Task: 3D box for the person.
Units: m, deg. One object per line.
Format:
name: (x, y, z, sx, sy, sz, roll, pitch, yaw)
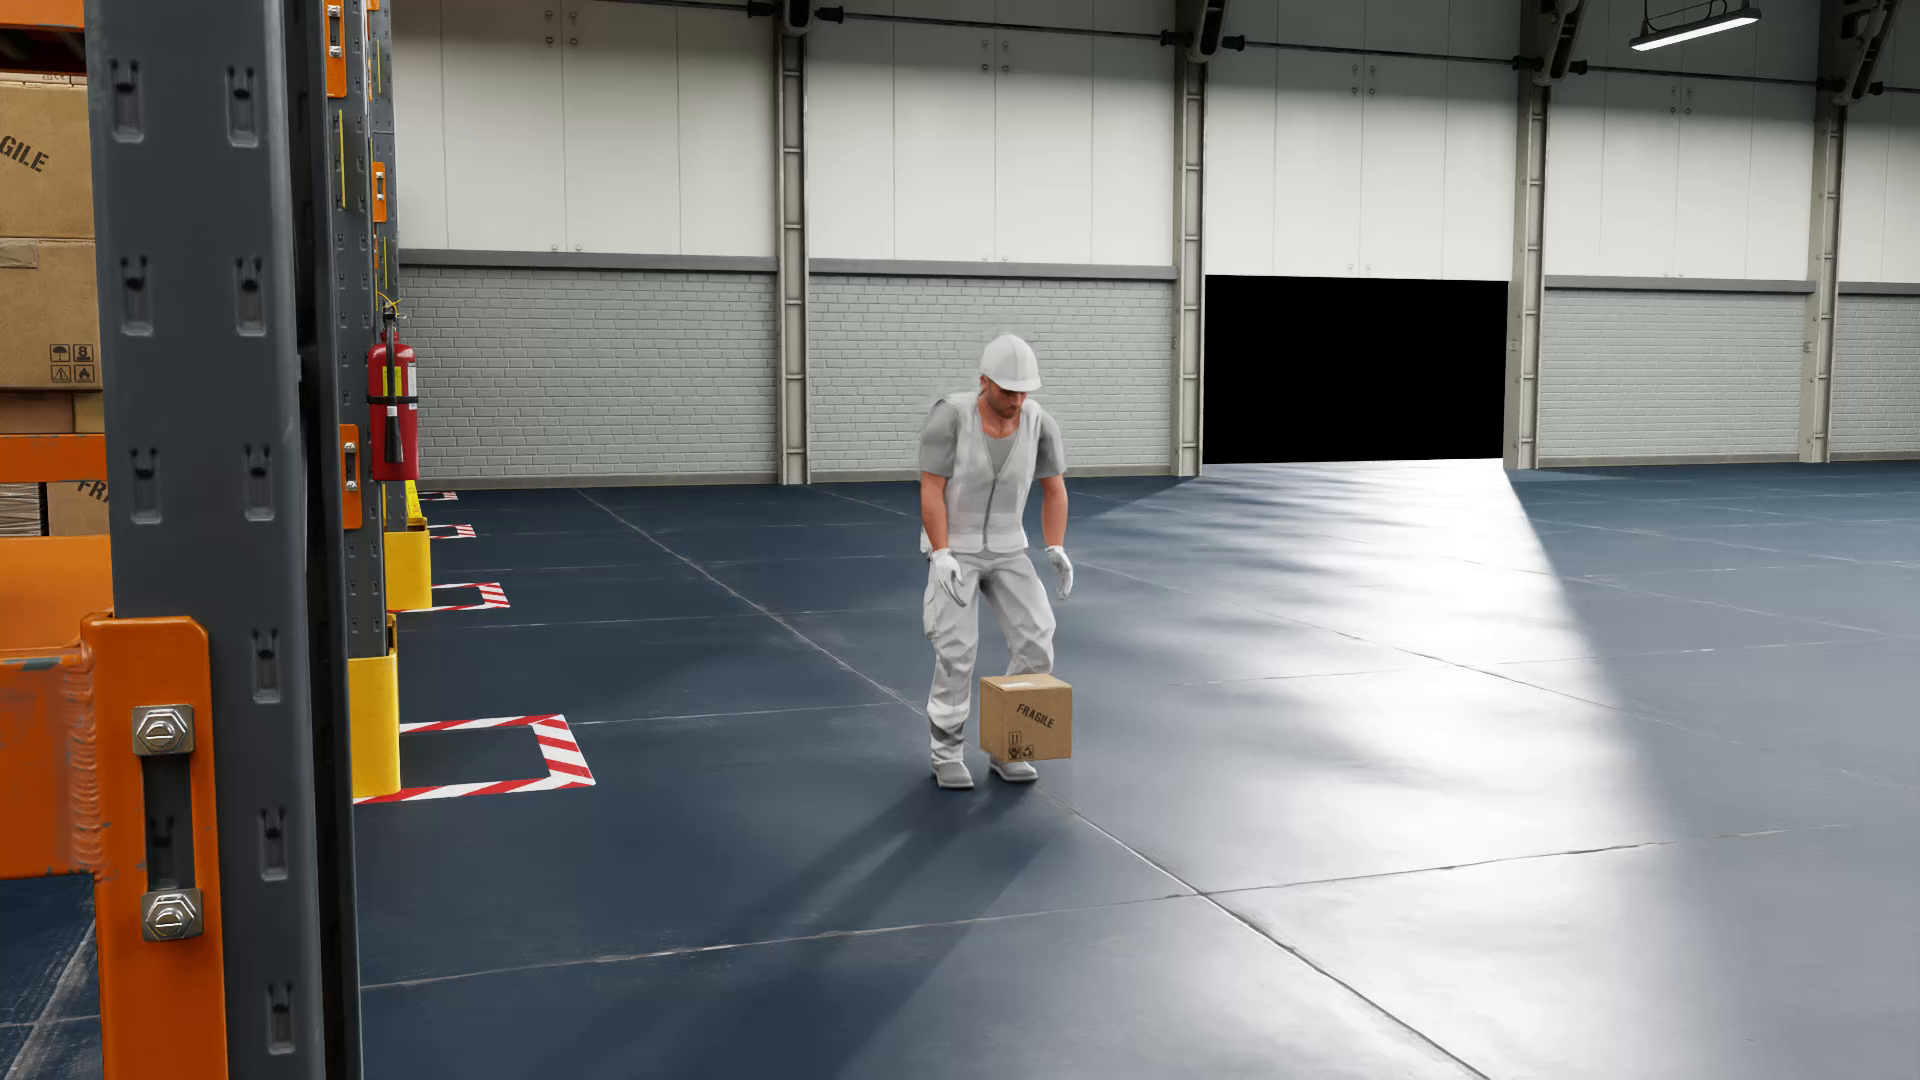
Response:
person: (0.125, 0.077, 6.108, 0.564, 1.645, 0.580, -2, 6, -18)
